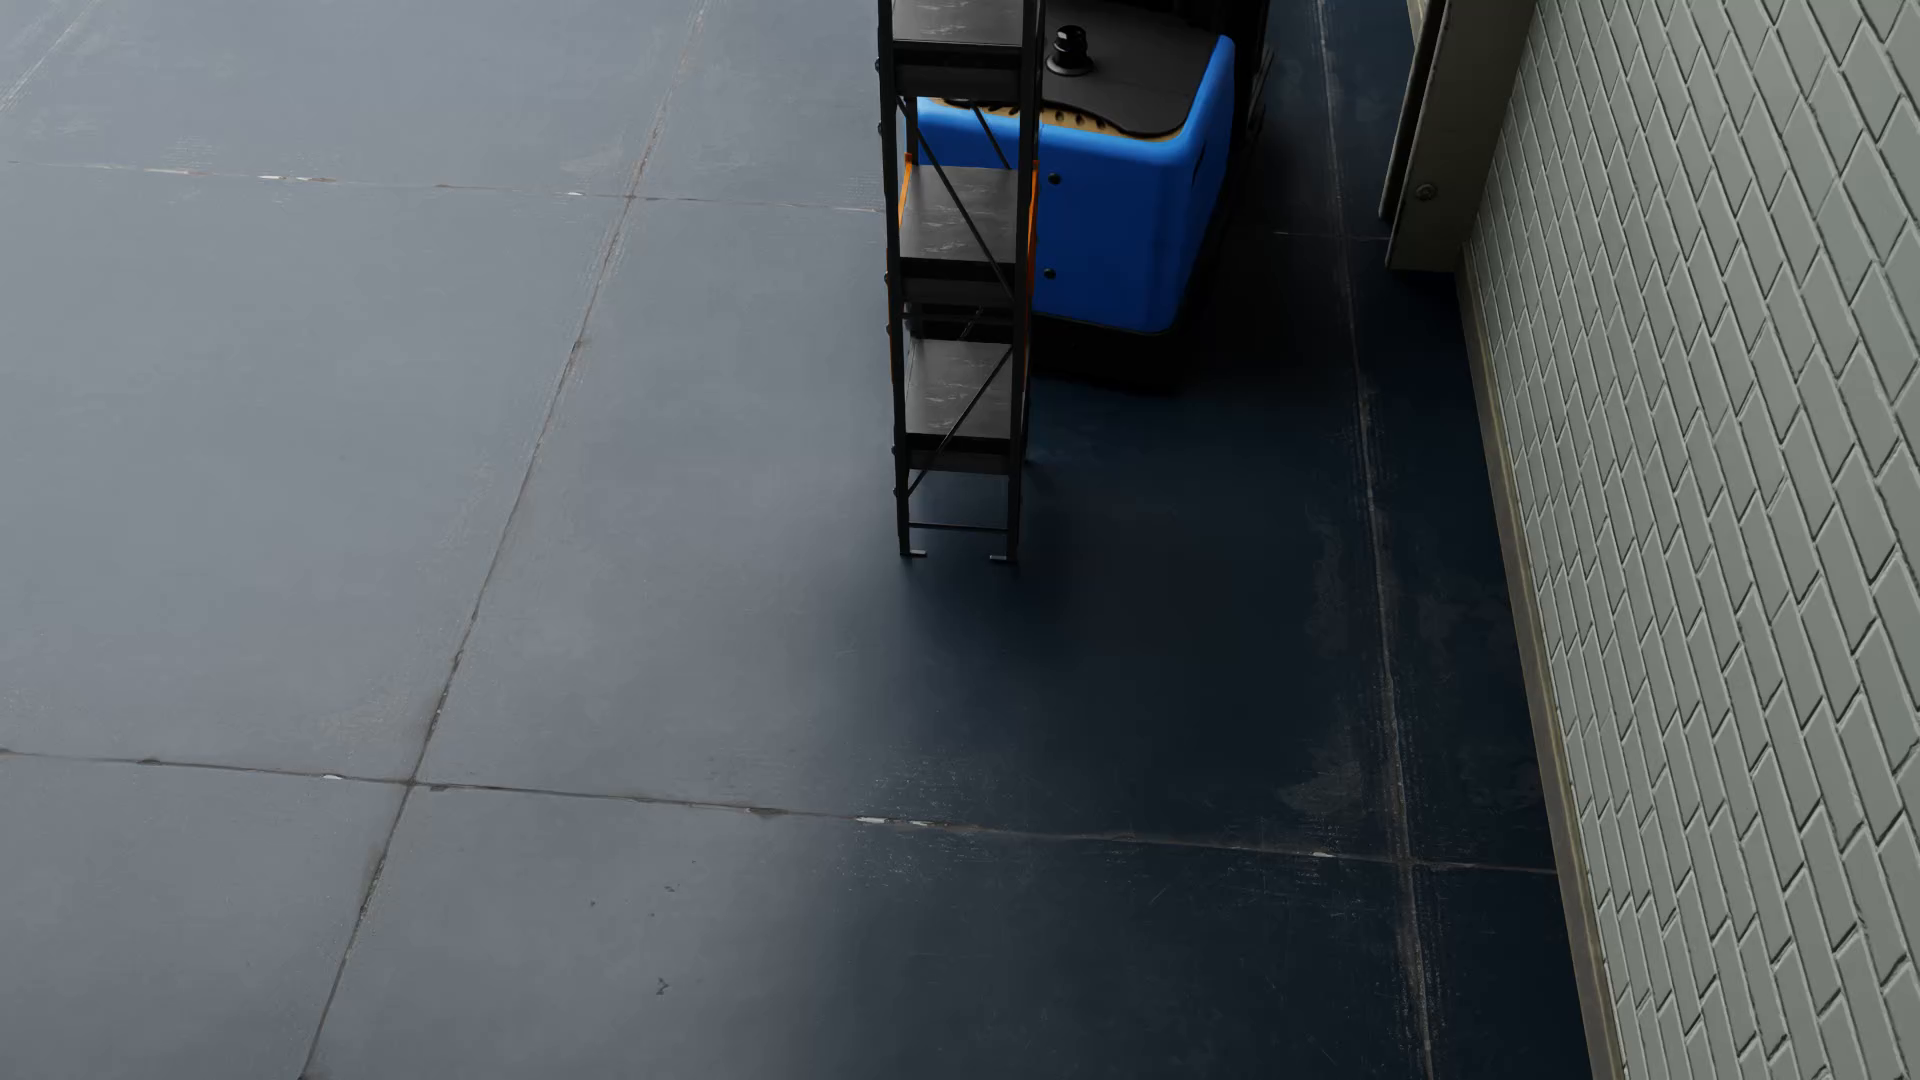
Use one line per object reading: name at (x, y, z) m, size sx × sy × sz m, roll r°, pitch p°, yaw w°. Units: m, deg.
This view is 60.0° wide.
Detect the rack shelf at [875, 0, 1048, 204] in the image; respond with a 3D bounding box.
rack shelf at (0.015, -1.294, 4.580) m, size 0.431 × 0.518 × 0.480 m, roll 4°, pitch 48°, yaw 4°

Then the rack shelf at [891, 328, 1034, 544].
rack shelf at (0.015, -0.349, 5.613) m, size 0.431 × 0.518 × 0.480 m, roll 4°, pitch 48°, yaw 4°

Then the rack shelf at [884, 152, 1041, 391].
rack shelf at (0.015, -0.821, 5.097) m, size 0.431 × 0.518 × 0.480 m, roll 4°, pitch 48°, yaw 4°

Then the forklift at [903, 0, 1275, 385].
forklift at (0.711, -2.678, 6.213) m, size 1.130 × 2.935 × 3.031 m, roll 13°, pitch 49°, yaw 12°

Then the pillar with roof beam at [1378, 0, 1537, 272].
pillar with roof beam at (-2.383, -4.566, 3.828) m, size 9.100 × 9.000 × 0.400 m, roll 4°, pitch 48°, yaw 4°

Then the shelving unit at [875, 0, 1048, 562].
shelving unit at (0.015, -0.830, 5.086) m, size 0.431 × 2.100 × 0.503 m, roll 4°, pitch 48°, yaw 4°

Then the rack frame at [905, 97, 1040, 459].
rack frame at (0.037, -1.010, 5.250) m, size 0.400 × 2.100 × 0.015 m, roll 4°, pitch 48°, yaw 4°

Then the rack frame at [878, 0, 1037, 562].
rack frame at (-0.007, -0.651, 4.922) m, size 0.400 × 2.100 × 0.015 m, roll 4°, pitch 48°, yaw 4°
